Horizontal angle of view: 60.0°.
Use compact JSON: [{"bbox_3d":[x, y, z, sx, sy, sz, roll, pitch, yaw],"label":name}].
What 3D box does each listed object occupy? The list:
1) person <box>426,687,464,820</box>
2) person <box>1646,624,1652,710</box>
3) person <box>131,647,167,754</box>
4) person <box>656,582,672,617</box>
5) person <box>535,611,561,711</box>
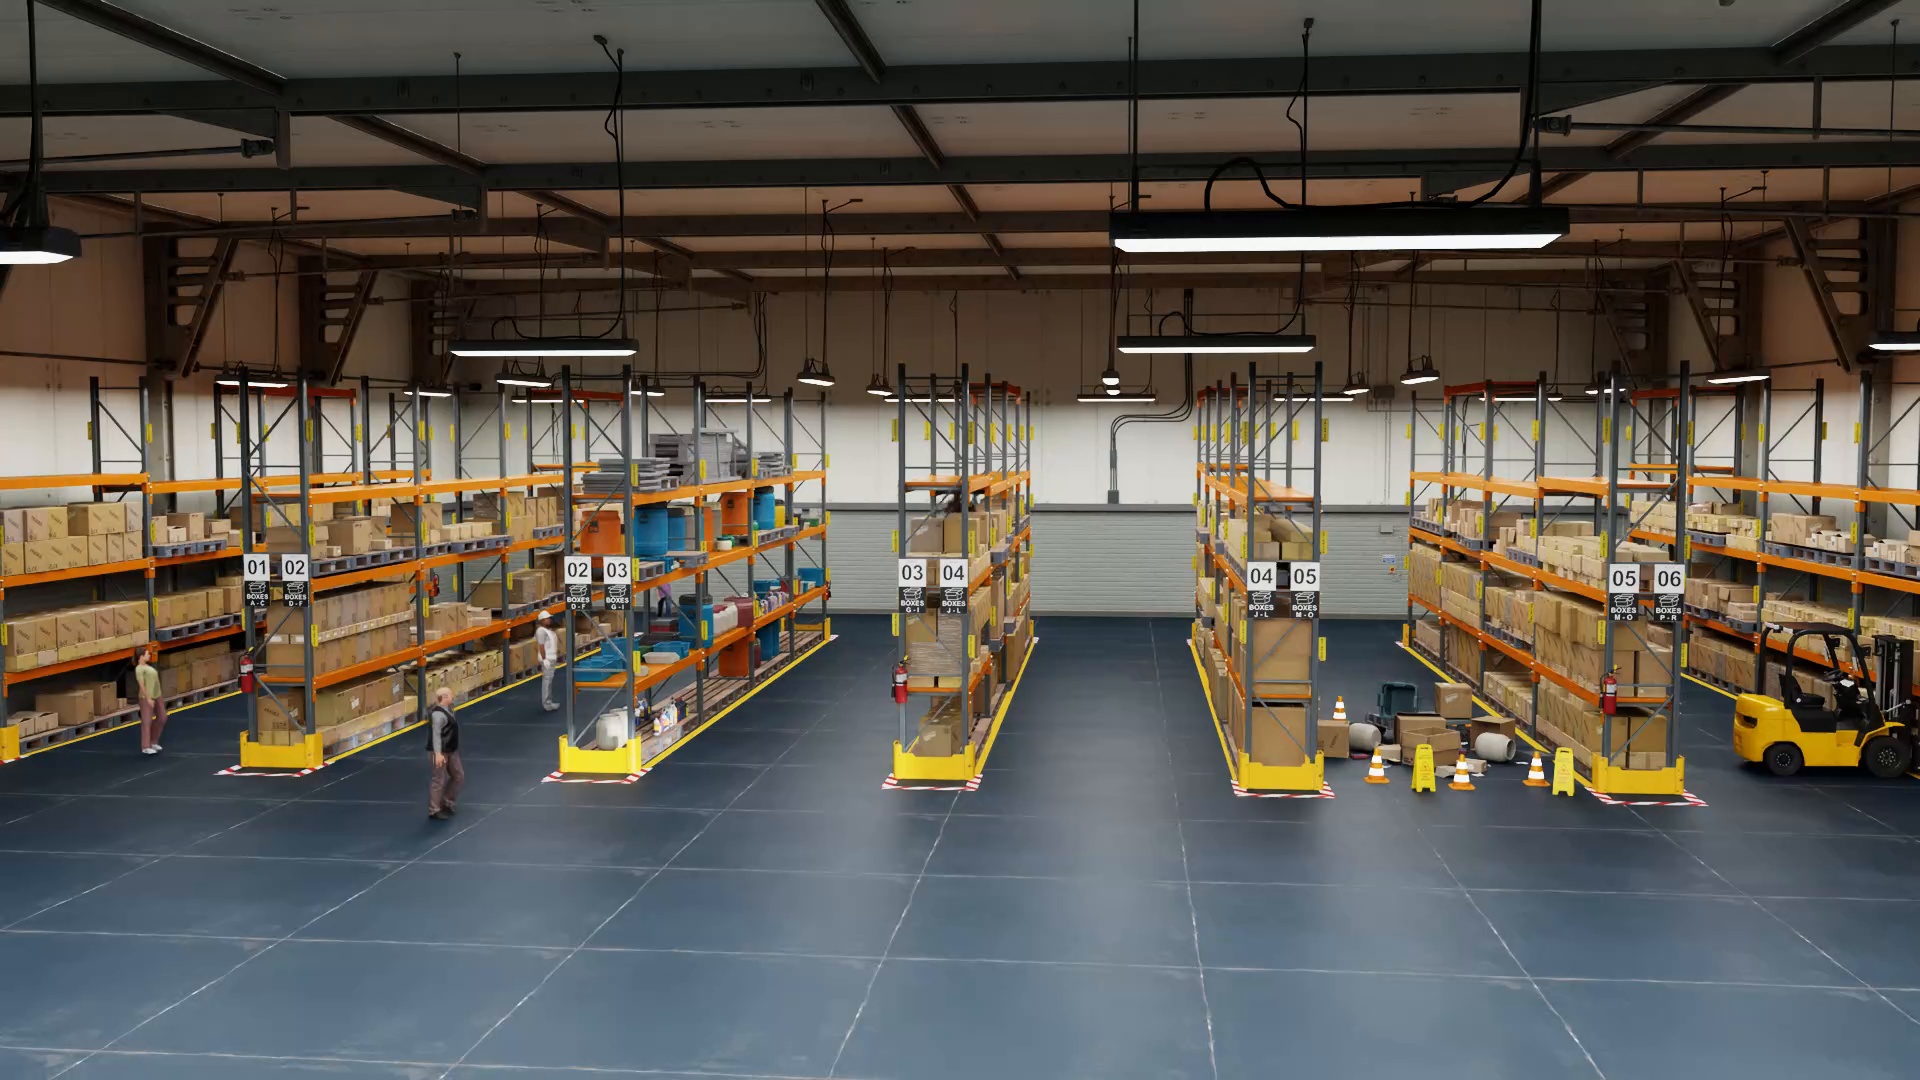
[{"bbox_3d":[-6.732,2.775,21.589,0.413,1.735,0.629,0,4,4],"label":"person"},{"bbox_3d":[11.705,2.280,28.653,0.602,1.779,0.528,-3,5,-38],"label":"person"},{"bbox_3d":[-12.678,2.502,26.016,0.487,1.681,0.524,1,4,15],"label":"person"},{"bbox_3d":[-7.642,1.475,42.957,0.441,1.522,0.805,-1,4,-18],"label":"person"},{"bbox_3d":[-7.474,2.175,30.159,0.434,1.785,0.571,-1,4,-16],"label":"person"}]
